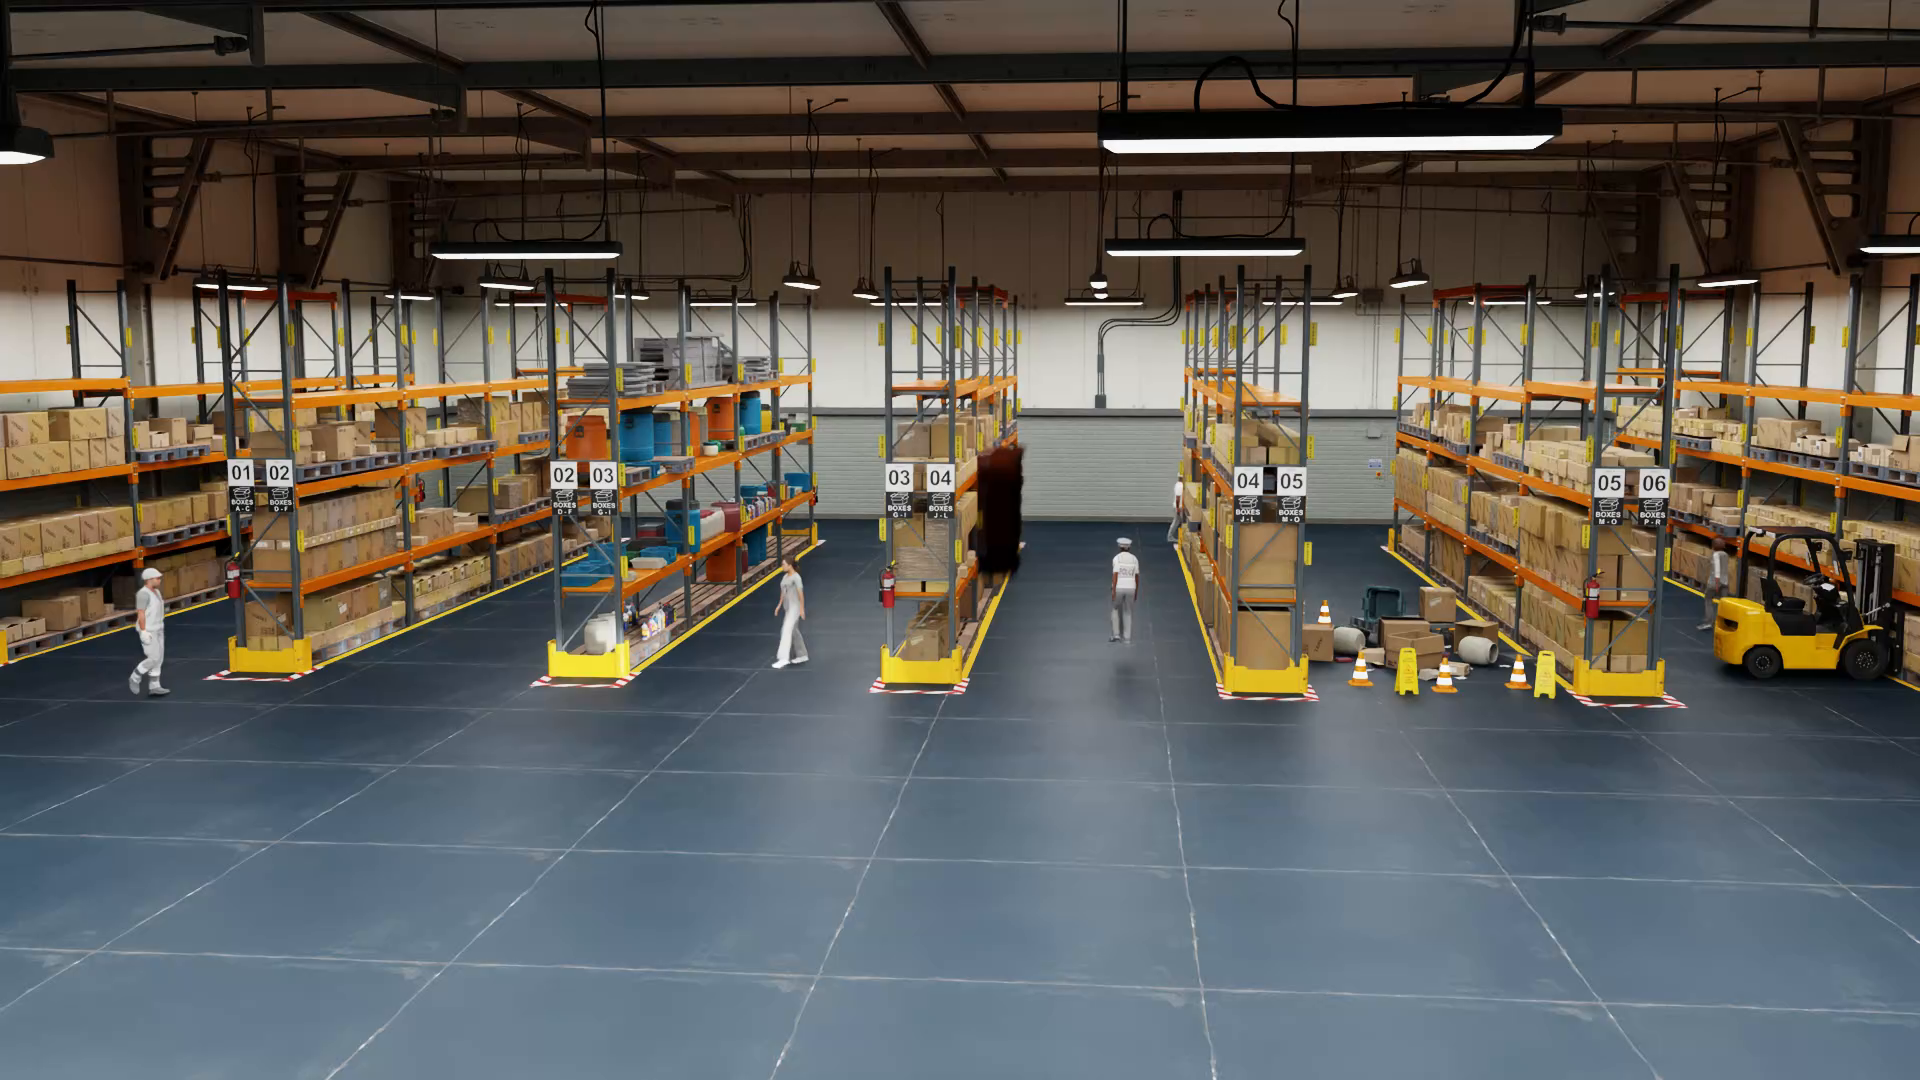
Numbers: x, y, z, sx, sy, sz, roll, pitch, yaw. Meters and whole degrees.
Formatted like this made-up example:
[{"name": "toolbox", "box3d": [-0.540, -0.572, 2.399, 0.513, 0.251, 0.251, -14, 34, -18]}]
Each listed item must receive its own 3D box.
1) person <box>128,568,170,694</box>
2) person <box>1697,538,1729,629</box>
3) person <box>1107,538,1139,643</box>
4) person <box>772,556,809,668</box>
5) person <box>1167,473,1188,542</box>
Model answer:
[{"name": "person", "box3d": [-11.367, 1.282, 23.237, 0.511, 1.788, 0.574, 0, 7, 2]}, {"name": "person", "box3d": [13.009, 0.779, 28.468, 0.407, 1.616, 0.627, -1, 7, -9]}, {"name": "person", "box3d": [2.566, 0.816, 25.876, 0.462, 1.661, 0.618, 0, 7, -4]}, {"name": "person", "box3d": [-2.644, 1.081, 25.486, 0.716, 1.668, 0.562, -4, 8, -27]}, {"name": "person", "box3d": [5.472, -0.808, 40.599, 0.794, 1.750, 0.646, 1, 7, 5]}]
